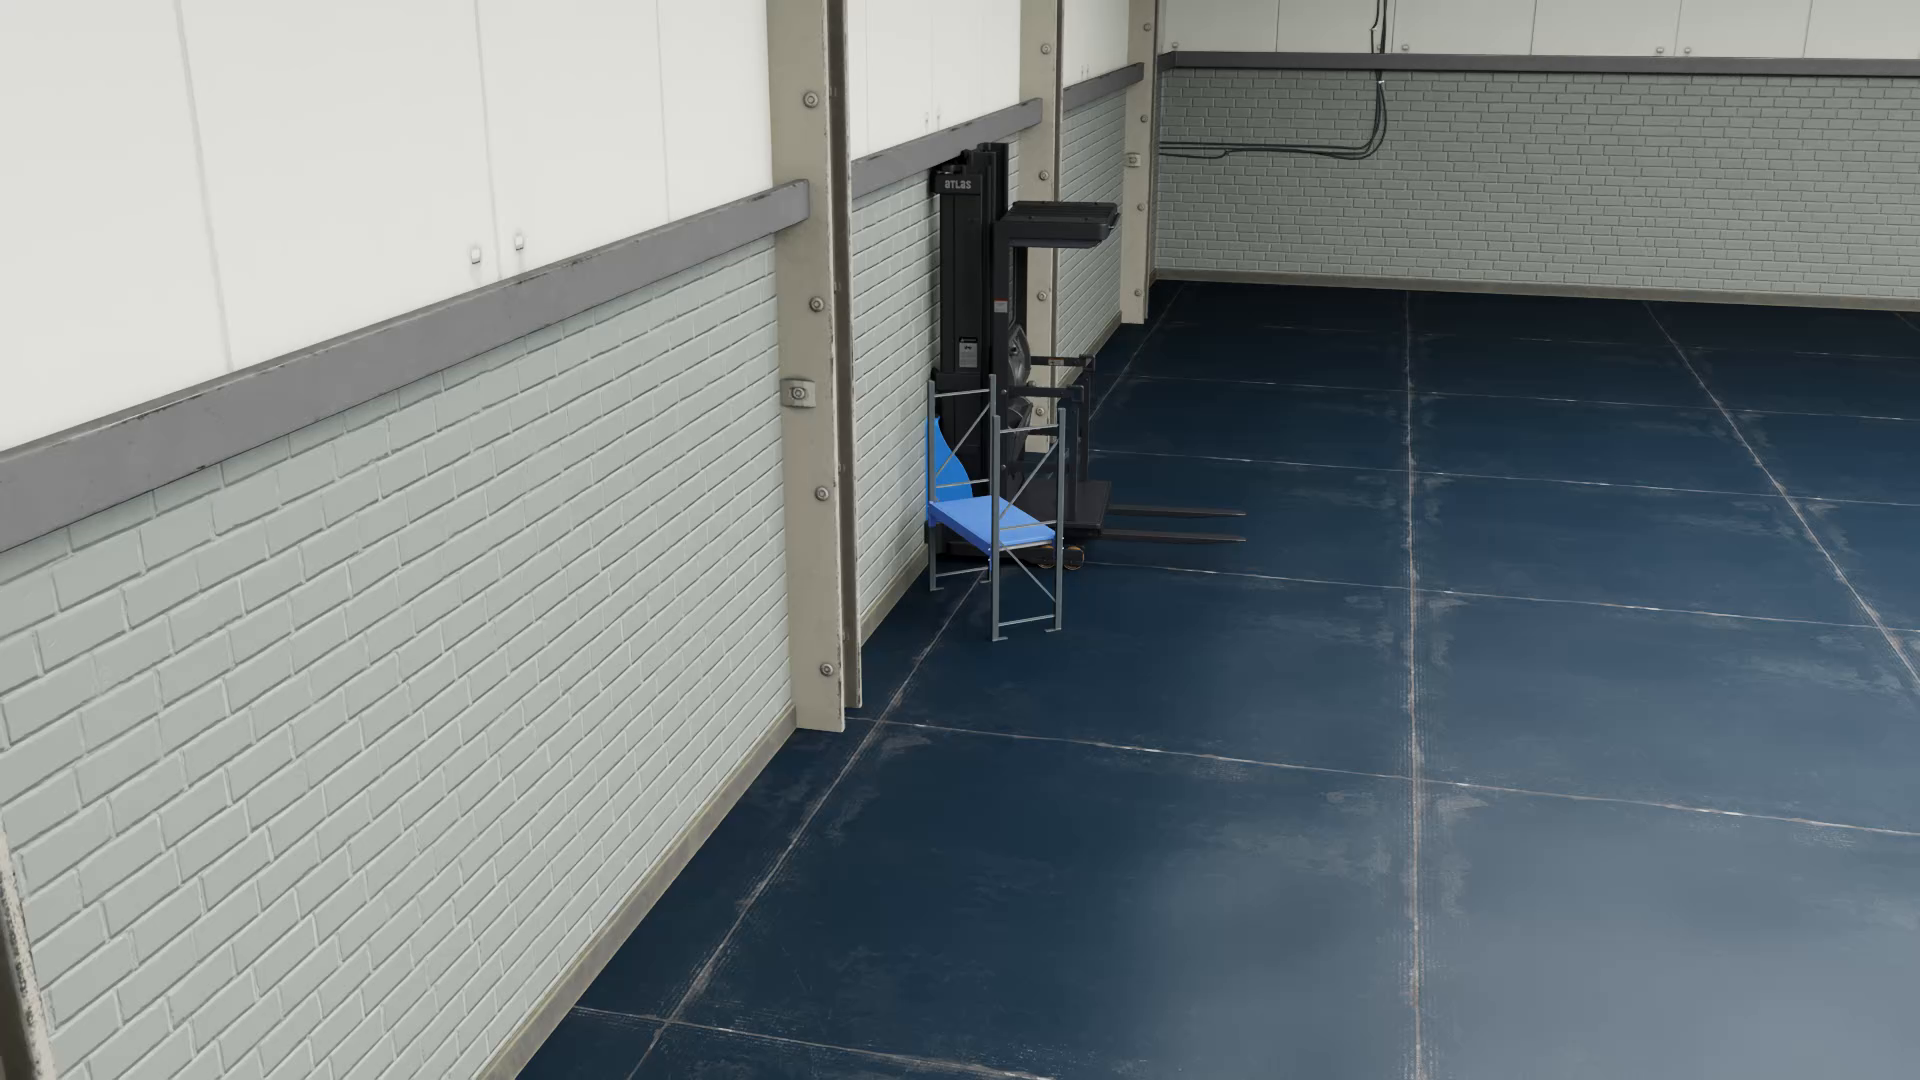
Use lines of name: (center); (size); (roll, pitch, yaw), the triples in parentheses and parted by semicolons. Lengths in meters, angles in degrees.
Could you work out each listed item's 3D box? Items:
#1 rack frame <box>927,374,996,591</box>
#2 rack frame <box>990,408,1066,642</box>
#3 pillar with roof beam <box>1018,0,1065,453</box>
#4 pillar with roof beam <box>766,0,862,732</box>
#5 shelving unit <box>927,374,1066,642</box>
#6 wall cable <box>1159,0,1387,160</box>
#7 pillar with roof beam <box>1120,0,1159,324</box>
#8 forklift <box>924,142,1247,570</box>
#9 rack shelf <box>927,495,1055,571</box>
rack frame: (0.012, -0.388, 11.504); (0.500, 1.500, 0.032); (-8, 21, -23)
rack frame: (0.431, -0.089, 10.627); (0.500, 1.500, 0.032); (-8, 21, -23)
pillar with roof beam: (4.865, -4.777, 12.751); (9.100, 9.000, 0.400); (5, 19, 13)
pillar with roof beam: (3.399, -2.896, 7.245); (9.100, 9.000, 0.400); (5, 19, 13)
shelving unit: (0.222, -0.239, 11.066); (0.538, 1.500, 1.048); (-8, 21, -23)
wall cable: (4.159, -6.347, 22.151); (3.097, 2.526, 0.112); (5, 19, 13)
pillar with roof beam: (6.331, -6.657, 18.256); (9.100, 9.000, 0.400); (5, 19, 13)
forklift: (0.621, -1.355, 12.120); (3.031, 2.935, 1.130); (3, 19, 9)
rack shelf: (0.222, -0.068, 11.124); (0.538, 0.185, 1.000); (-8, 21, -23)
